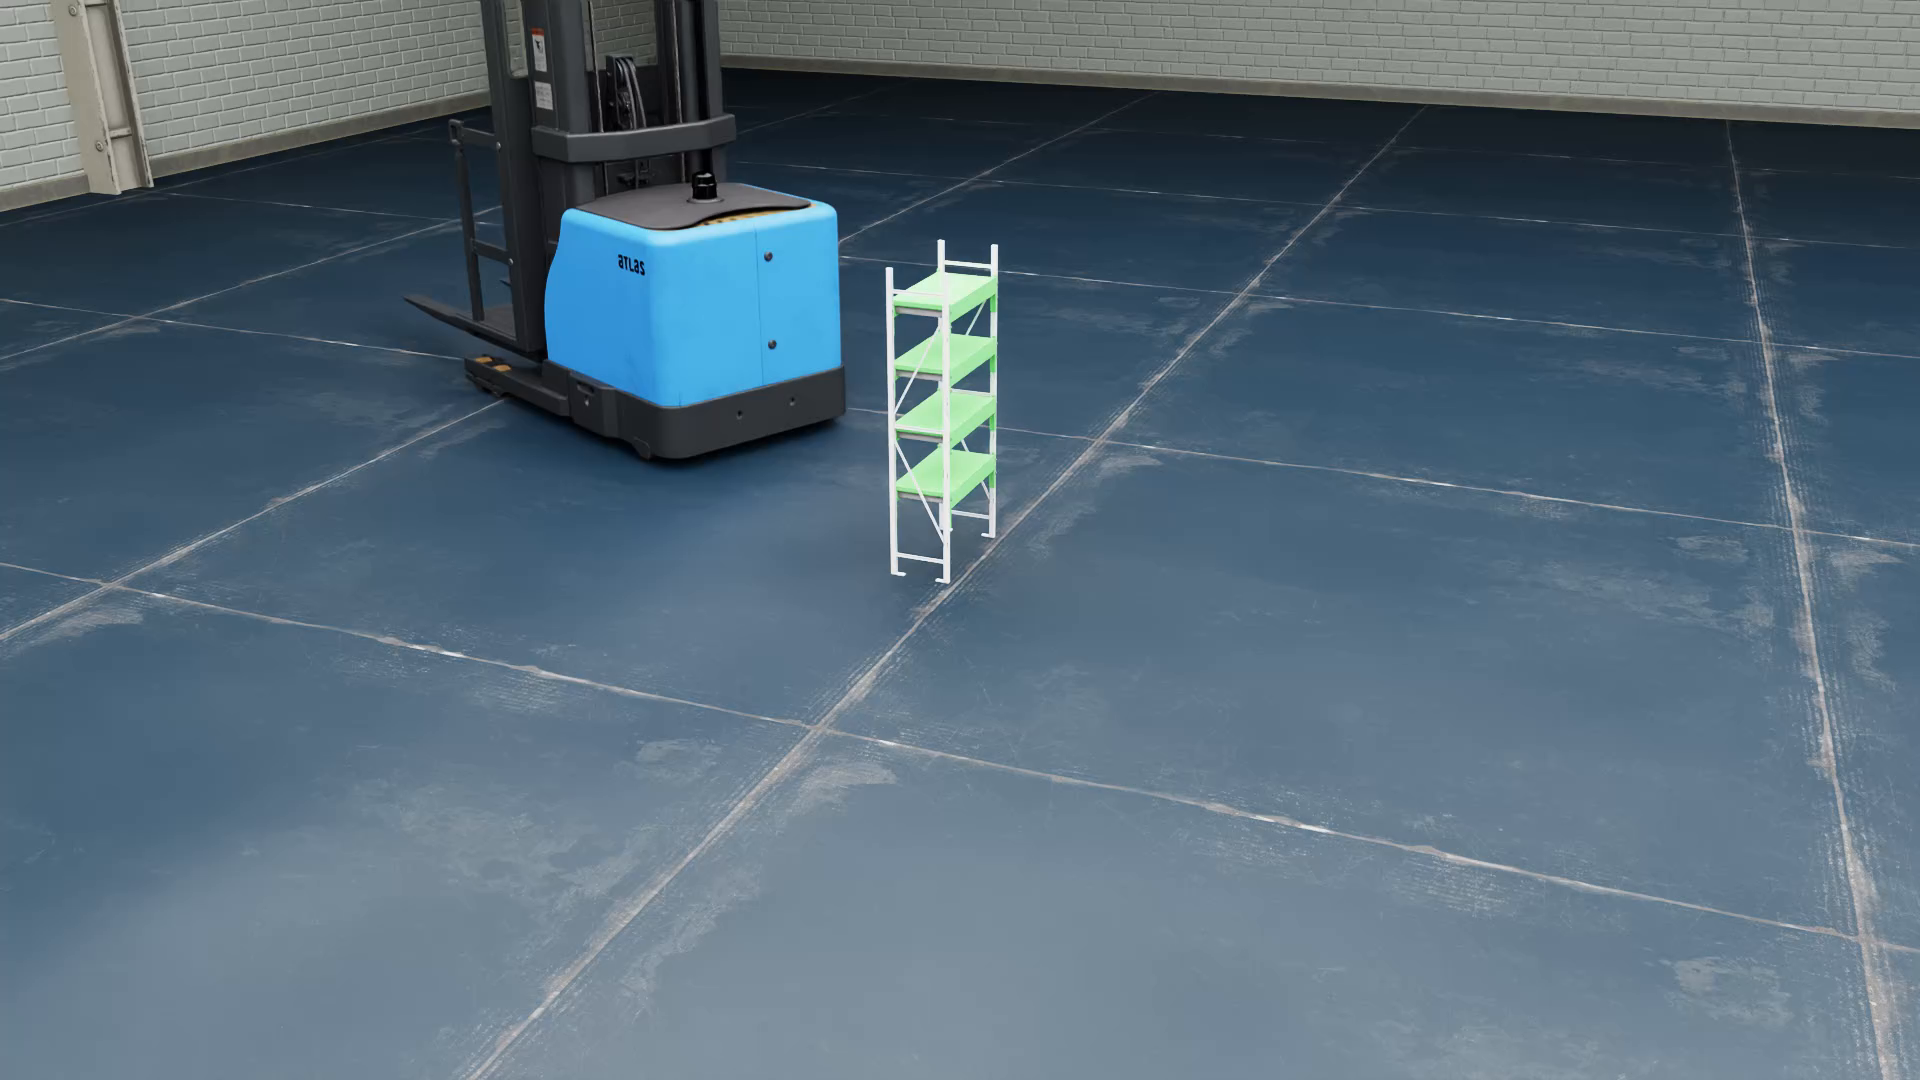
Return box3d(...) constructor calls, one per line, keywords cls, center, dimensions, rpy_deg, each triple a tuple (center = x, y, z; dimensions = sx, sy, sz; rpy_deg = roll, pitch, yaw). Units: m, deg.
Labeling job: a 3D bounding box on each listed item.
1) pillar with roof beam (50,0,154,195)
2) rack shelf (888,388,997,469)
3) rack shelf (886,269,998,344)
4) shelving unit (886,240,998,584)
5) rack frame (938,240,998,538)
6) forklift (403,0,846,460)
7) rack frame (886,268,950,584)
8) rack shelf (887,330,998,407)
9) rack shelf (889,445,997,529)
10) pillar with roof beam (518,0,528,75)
box3d(cls="pillar with roof beam", center=(-2.883, -6.416, 10.434), dimensions=(9.100, 9.000, 0.400), rpy_deg=(9, 24, 20))
box3d(cls="rack shelf", center=(-0.061, -0.435, 6.402), dimensions=(0.258, 0.148, 0.480), rpy_deg=(9, 24, 20))
box3d(cls="rack shelf", center=(-0.061, -0.878, 6.217), dimensions=(0.258, 0.148, 0.480), rpy_deg=(9, 24, 20))
box3d(cls="shelving unit", center=(-0.061, -0.494, 6.377), dimensions=(0.258, 1.200, 0.503), rpy_deg=(9, 24, 20))
box3d(cls="rack frame", center=(0.029, -0.582, 6.586), dimensions=(0.240, 1.200, 0.015), rpy_deg=(9, 24, 20))
box3d(cls="forklift", center=(-1.917, -2.198, 8.210), dimensions=(1.130, 2.935, 3.031), rpy_deg=(-19, 30, -39))
box3d(cls="rack frame", center=(-0.152, -0.407, 6.168), dimensions=(0.240, 1.200, 0.015), rpy_deg=(9, 24, 20))
box3d(cls="rack shelf", center=(-0.061, -0.657, 6.309), dimensions=(0.258, 0.148, 0.480), rpy_deg=(9, 24, 20))
box3d(cls="rack shelf", center=(-0.061, -0.214, 6.494), dimensions=(0.258, 0.148, 0.480), rpy_deg=(9, 24, 20))
box3d(cls="pillar with roof beam", center=(-0.655, -8.563, 15.574), dimensions=(9.100, 9.000, 0.400), rpy_deg=(9, 24, 20))
